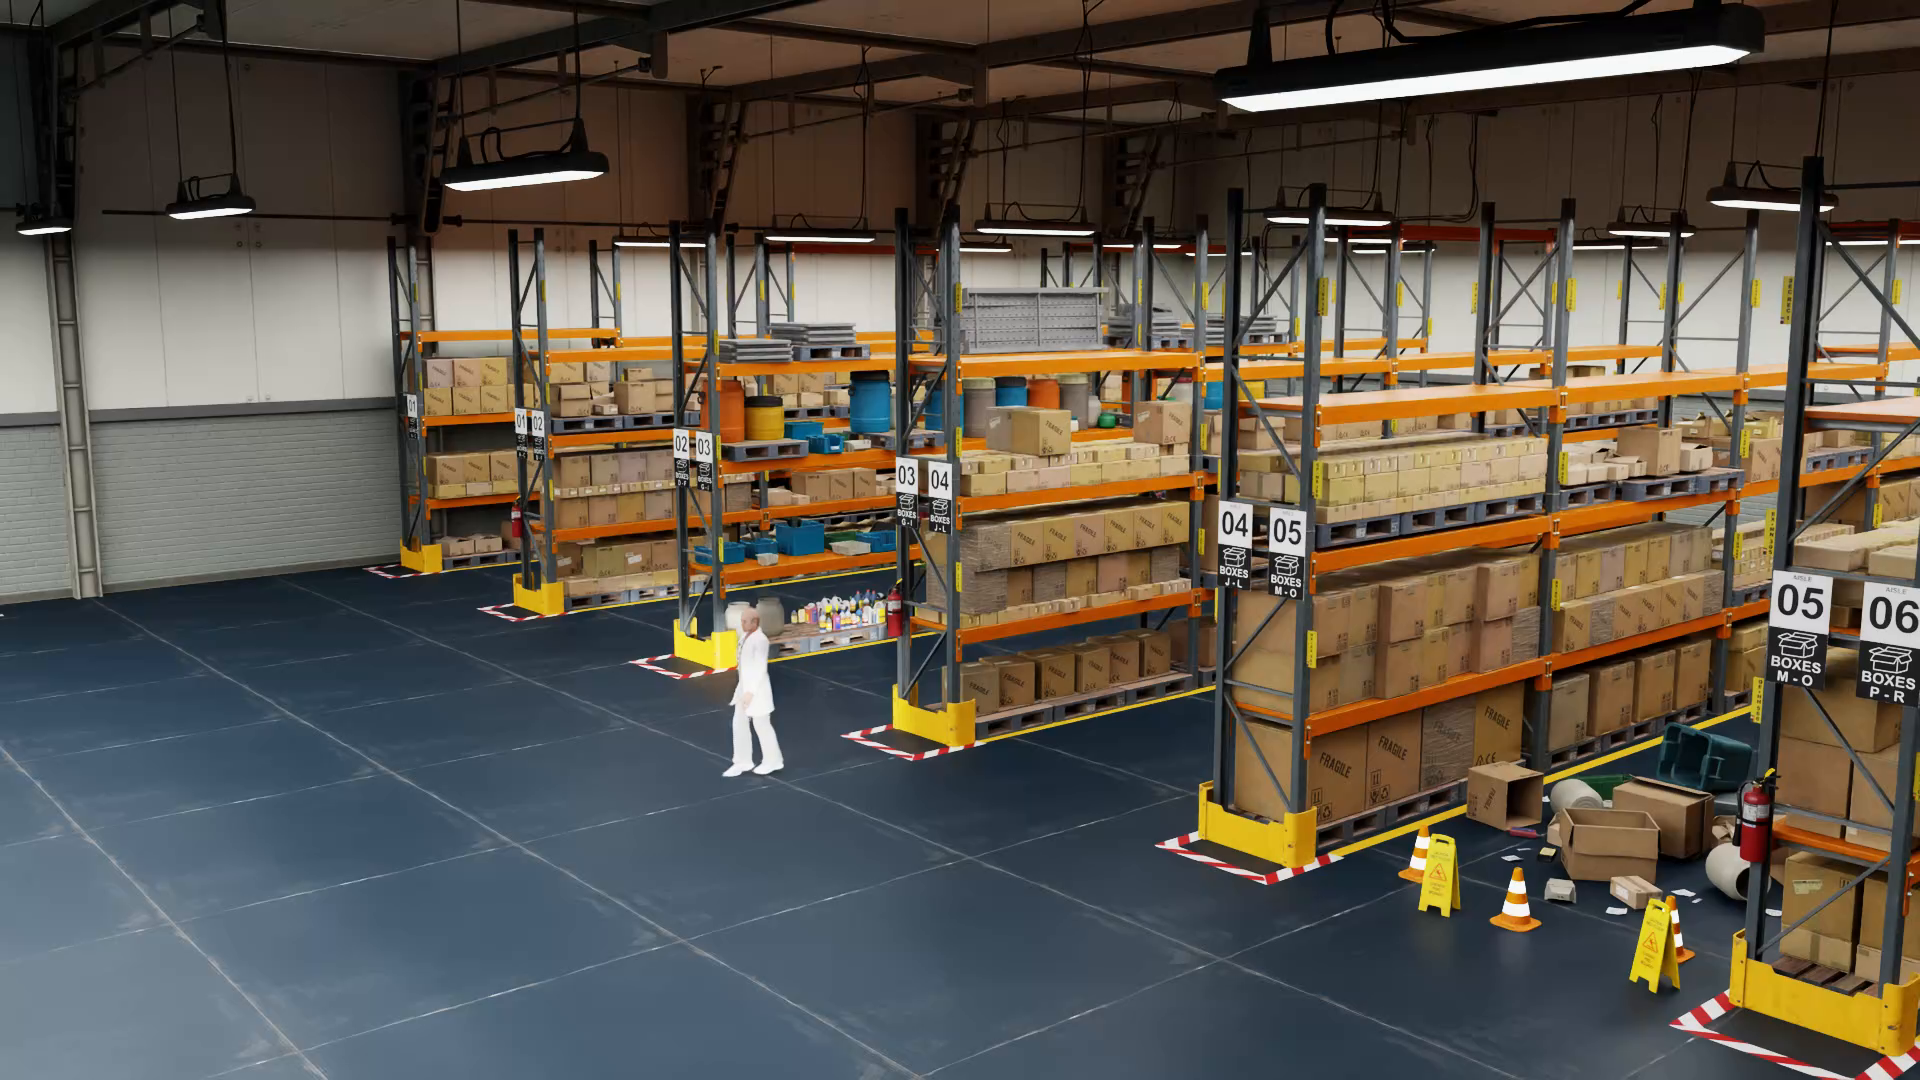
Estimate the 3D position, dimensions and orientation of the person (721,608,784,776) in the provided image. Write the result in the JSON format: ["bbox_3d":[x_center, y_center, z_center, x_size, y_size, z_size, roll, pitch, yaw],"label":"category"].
[{"bbox_3d":[-2.203,1.675,17.587,0.658,1.717,0.651,-4,10,-26],"label":"person"}]
